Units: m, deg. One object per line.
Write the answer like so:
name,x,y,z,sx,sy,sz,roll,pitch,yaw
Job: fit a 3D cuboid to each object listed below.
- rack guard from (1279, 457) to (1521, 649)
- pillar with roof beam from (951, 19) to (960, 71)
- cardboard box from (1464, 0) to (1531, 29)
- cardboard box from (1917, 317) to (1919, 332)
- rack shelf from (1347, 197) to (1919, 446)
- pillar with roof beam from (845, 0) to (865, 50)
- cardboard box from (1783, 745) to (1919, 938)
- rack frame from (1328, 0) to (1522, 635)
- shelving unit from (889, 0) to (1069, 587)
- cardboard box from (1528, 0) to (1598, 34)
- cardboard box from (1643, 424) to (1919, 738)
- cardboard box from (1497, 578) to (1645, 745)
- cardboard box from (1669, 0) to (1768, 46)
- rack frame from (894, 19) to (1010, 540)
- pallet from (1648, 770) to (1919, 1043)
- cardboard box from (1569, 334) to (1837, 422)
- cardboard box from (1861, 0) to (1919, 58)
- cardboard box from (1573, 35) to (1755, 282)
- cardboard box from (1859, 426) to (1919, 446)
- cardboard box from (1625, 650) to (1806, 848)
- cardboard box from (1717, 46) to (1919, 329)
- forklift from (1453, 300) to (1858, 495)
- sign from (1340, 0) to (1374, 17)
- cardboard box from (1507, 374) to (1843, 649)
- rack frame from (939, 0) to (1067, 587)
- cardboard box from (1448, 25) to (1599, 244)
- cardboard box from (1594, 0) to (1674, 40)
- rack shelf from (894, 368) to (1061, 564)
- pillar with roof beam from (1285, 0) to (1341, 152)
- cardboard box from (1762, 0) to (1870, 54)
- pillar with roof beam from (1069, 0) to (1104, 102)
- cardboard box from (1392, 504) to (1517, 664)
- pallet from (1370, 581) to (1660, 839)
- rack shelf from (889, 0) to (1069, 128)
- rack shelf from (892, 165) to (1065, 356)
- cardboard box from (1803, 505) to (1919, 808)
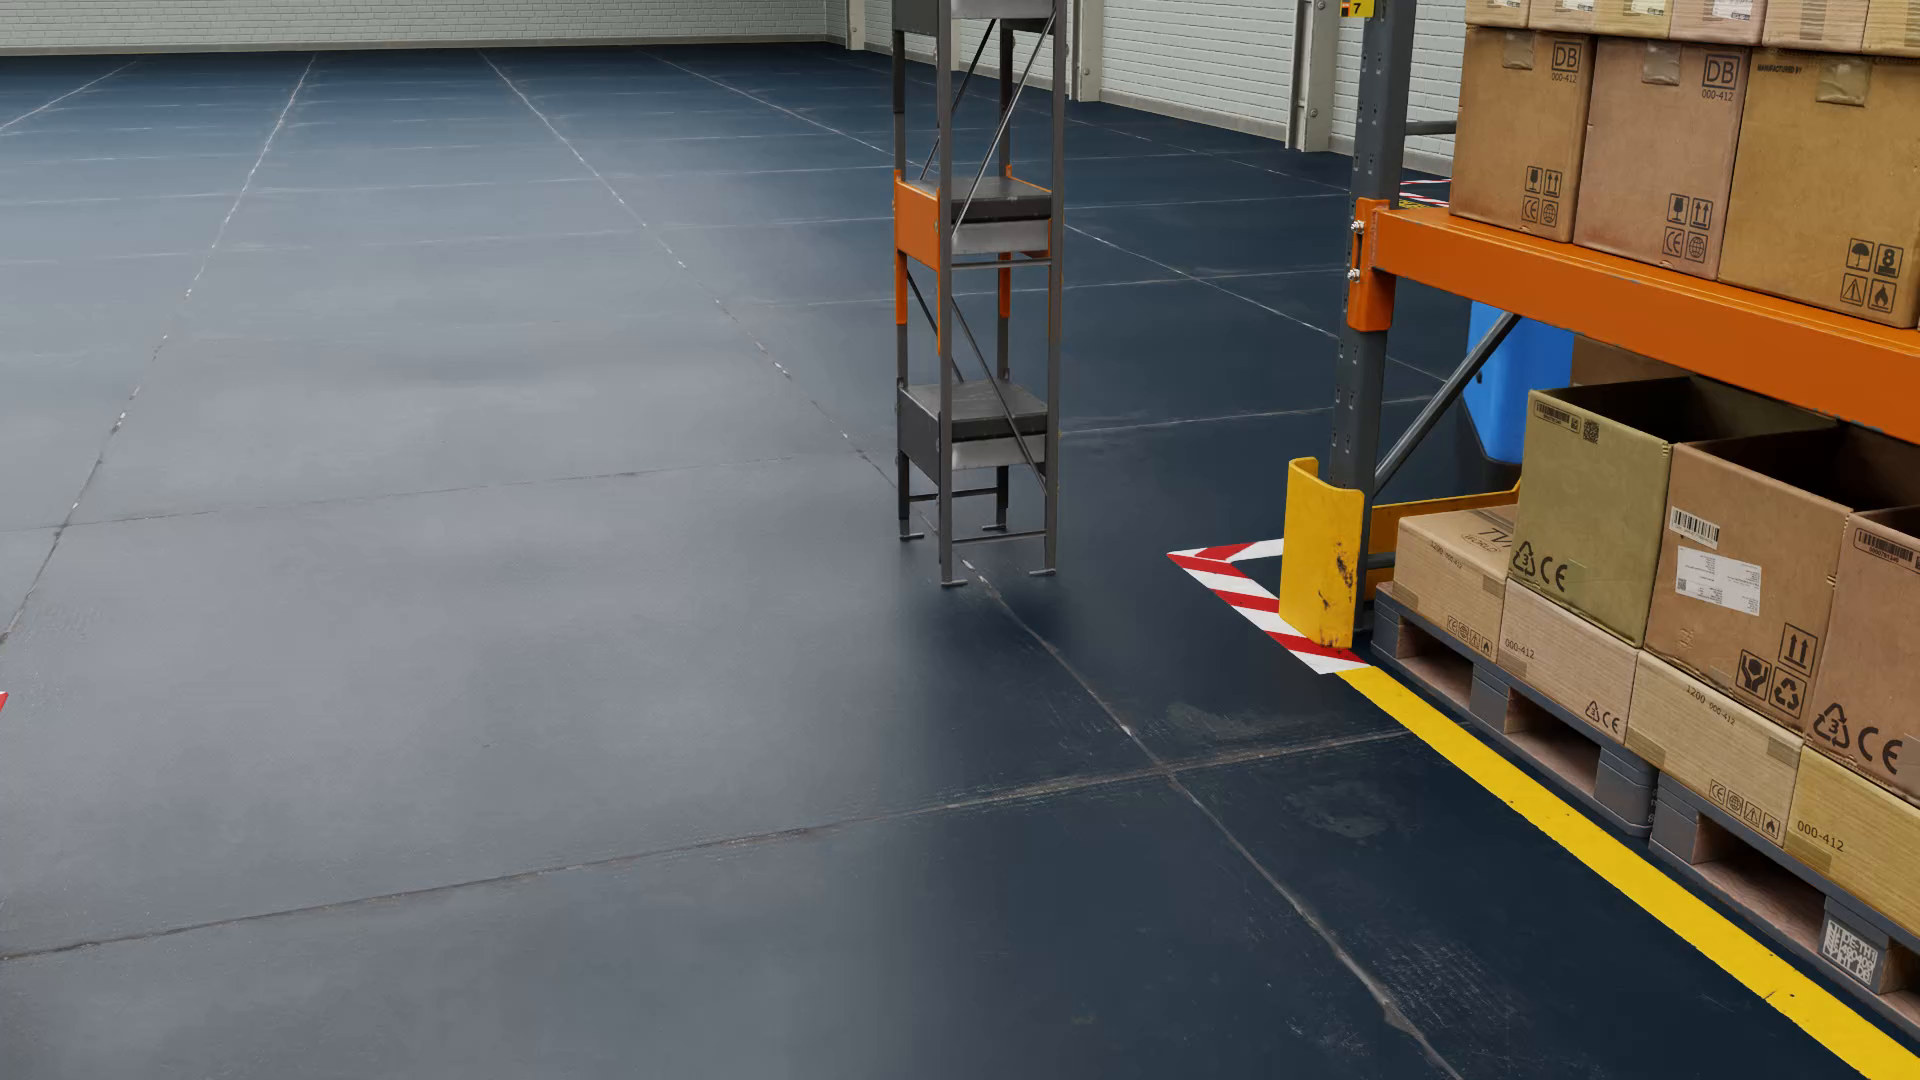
rack guard,1.599,-0.018,5.227,1.175,0.500,0.348,-6,21,-17
pillar with roof beam,-4.281,-11.649,25.037,9.100,9.000,0.400,-6,21,-17
cardboard box,1.525,-1.390,4.242,0.380,0.149,0.250,-7,21,-18
cardboard box,2.230,-0.586,2.963,0.700,0.500,0.500,-6,21,-16
rack shelf,2.235,-0.206,3.118,1.077,0.370,4.000,-6,21,-17
pillar with roof beam,-6.167,-13.575,30.398,9.100,9.000,0.400,-6,21,-17
cardboard box,2.034,0.587,3.291,0.500,0.250,0.500,-6,21,-17
rack frame,1.607,-1.187,4.783,1.000,3.000,0.127,-6,21,-17
shelving unit,0.052,-0.935,5.414,0.431,2.100,0.503,-6,21,-17
cardboard box,1.611,-1.306,4.007,0.380,0.149,0.250,-7,21,-19
cardboard box,1.892,0.072,3.616,0.500,0.500,0.500,-6,21,-17
cardboard box,1.725,0.265,4.186,0.500,0.250,0.500,-6,21,-17
cardboard box,1.765,-1.144,3.558,0.380,0.149,0.250,-7,21,-18
rack frame,-0.025,-1.013,5.632,0.400,2.100,0.015,-6,21,-17
pallet,2.266,0.757,3.496,1.003,0.211,1.213,-6,21,-17
cardboard box,2.058,-0.303,4.659,0.500,0.500,0.500,-6,21,-17
cardboard box,1.932,-0.977,3.092,0.380,0.149,0.250,-7,21,-18
cardboard box,1.911,-0.915,3.878,0.700,0.500,0.500,-6,21,-16
cardboard box,2.386,0.017,3.770,0.500,0.500,0.500,-6,21,-17
cardboard box,1.881,0.426,3.740,0.500,0.250,0.500,-6,21,-17
cardboard box,2.061,-0.755,3.432,0.700,0.500,0.500,-6,21,-17
forklift,3.398,-1.434,5.573,3.031,2.935,1.130,3,20,10
sign,1.078,-1.574,4.465,0.100,0.325,0.005,-6,21,-17
cardboard box,1.723,-0.087,4.059,0.500,0.500,0.500,-6,21,-17
rack frame,0.129,-0.857,5.196,0.400,2.100,0.015,-6,21,-17
cardboard box,1.741,-1.083,4.345,0.700,0.500,0.500,-6,21,-17
cardboard box,1.688,-1.226,3.784,0.380,0.149,0.250,-6,21,-17
rack shelf,0.052,-0.263,5.655,0.431,0.518,0.480,-6,21,-17
pillar with roof beam,-0.509,-7.798,14.316,9.100,9.000,0.400,-6,21,-17
cardboard box,1.852,-1.059,3.321,0.380,0.149,0.250,-7,21,-19
pillar with roof beam,-2.395,-9.724,19.677,9.100,9.000,0.400,-6,21,-17
cardboard box,1.564,0.105,4.632,0.500,0.250,0.500,-6,21,-17
pallet,1.887,0.366,4.584,1.003,0.211,1.213,-6,21,-17
rack shelf,0.052,-1.581,5.182,0.431,0.518,0.480,-6,21,-17
rack shelf,0.052,-0.922,5.418,0.431,0.518,0.480,-6,21,-17
cardboard box,2.033,0.234,3.164,0.500,0.500,0.500,-6,21,-17
